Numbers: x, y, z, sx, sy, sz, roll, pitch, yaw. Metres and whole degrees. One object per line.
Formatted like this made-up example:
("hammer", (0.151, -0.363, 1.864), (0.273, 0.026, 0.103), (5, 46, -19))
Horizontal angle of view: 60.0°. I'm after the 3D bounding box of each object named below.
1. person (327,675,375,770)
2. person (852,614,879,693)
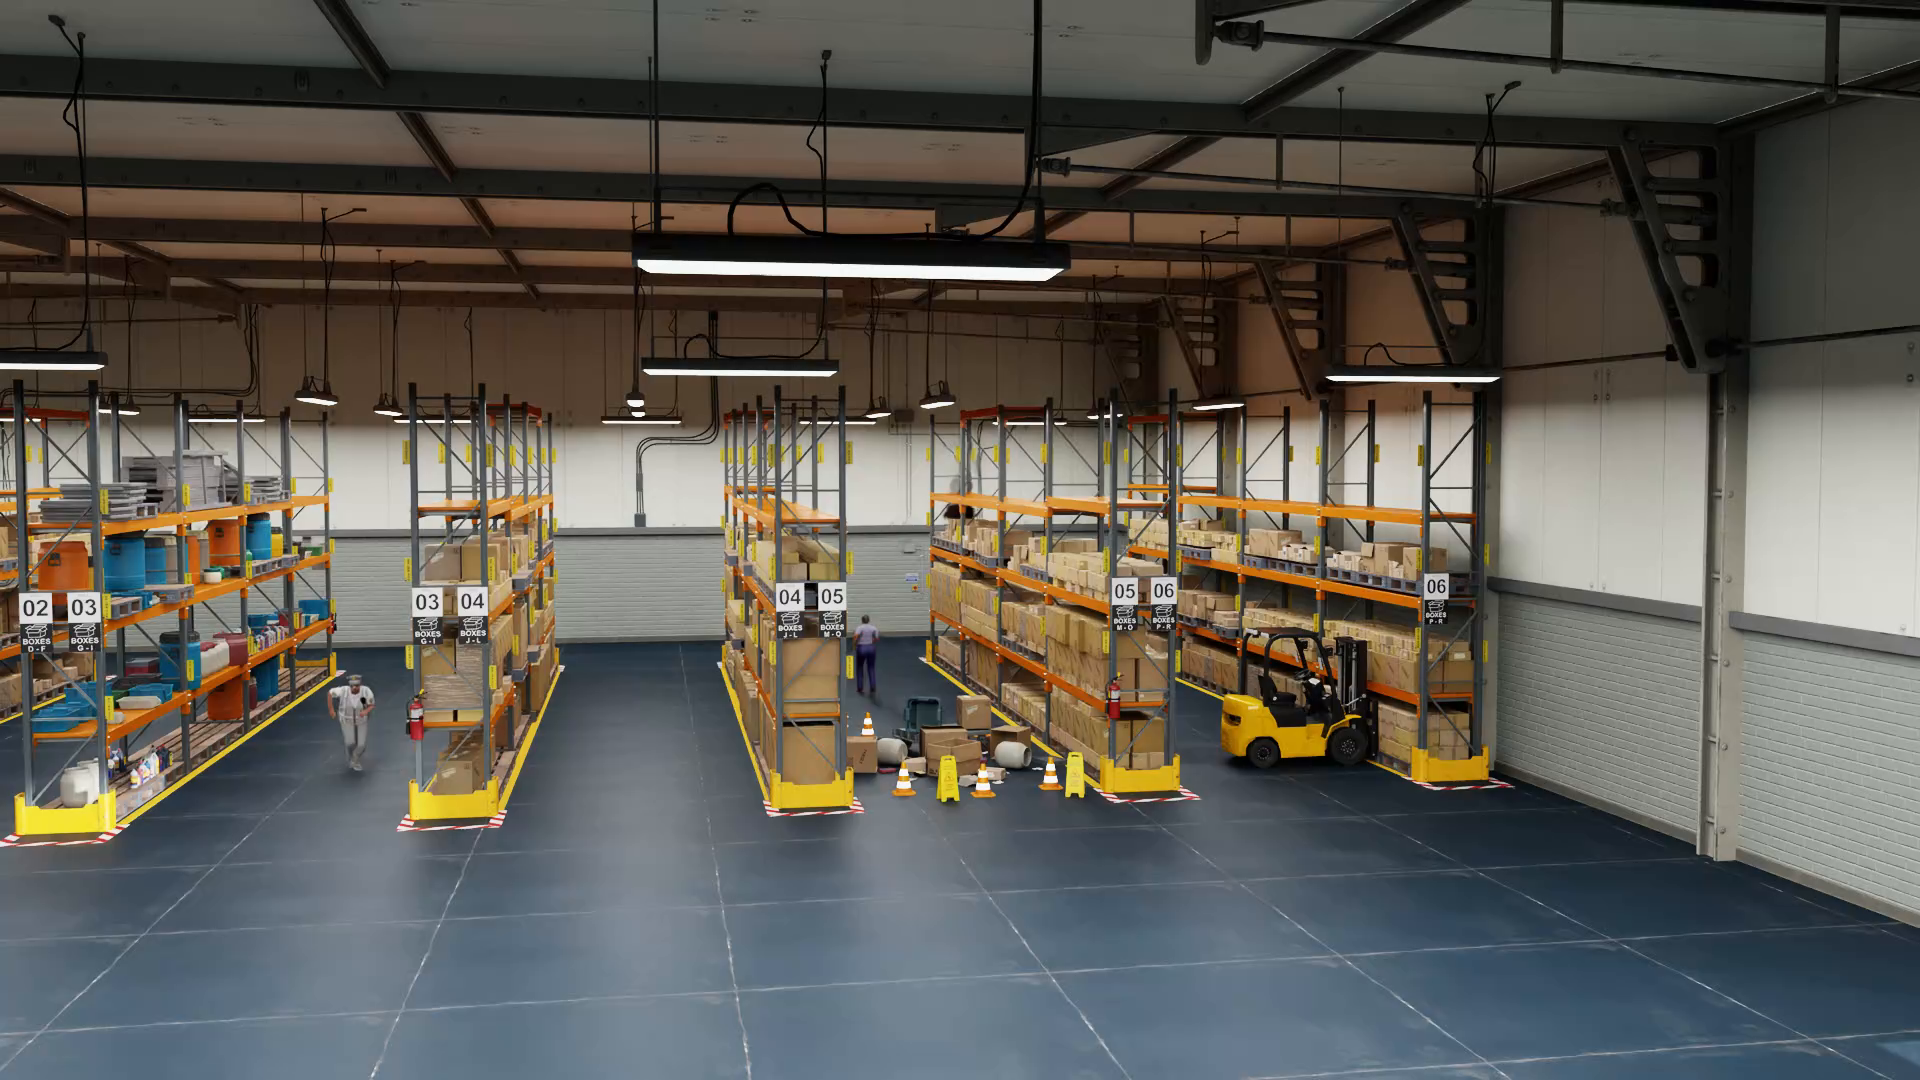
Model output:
("person", (-9.605, 2.889, 26.240), (0.694, 1.571, 0.878), (-1, 3, -24))
("person", (-1.981, 2.425, 34.956), (0.617, 1.725, 0.751), (-1, 3, -16))
